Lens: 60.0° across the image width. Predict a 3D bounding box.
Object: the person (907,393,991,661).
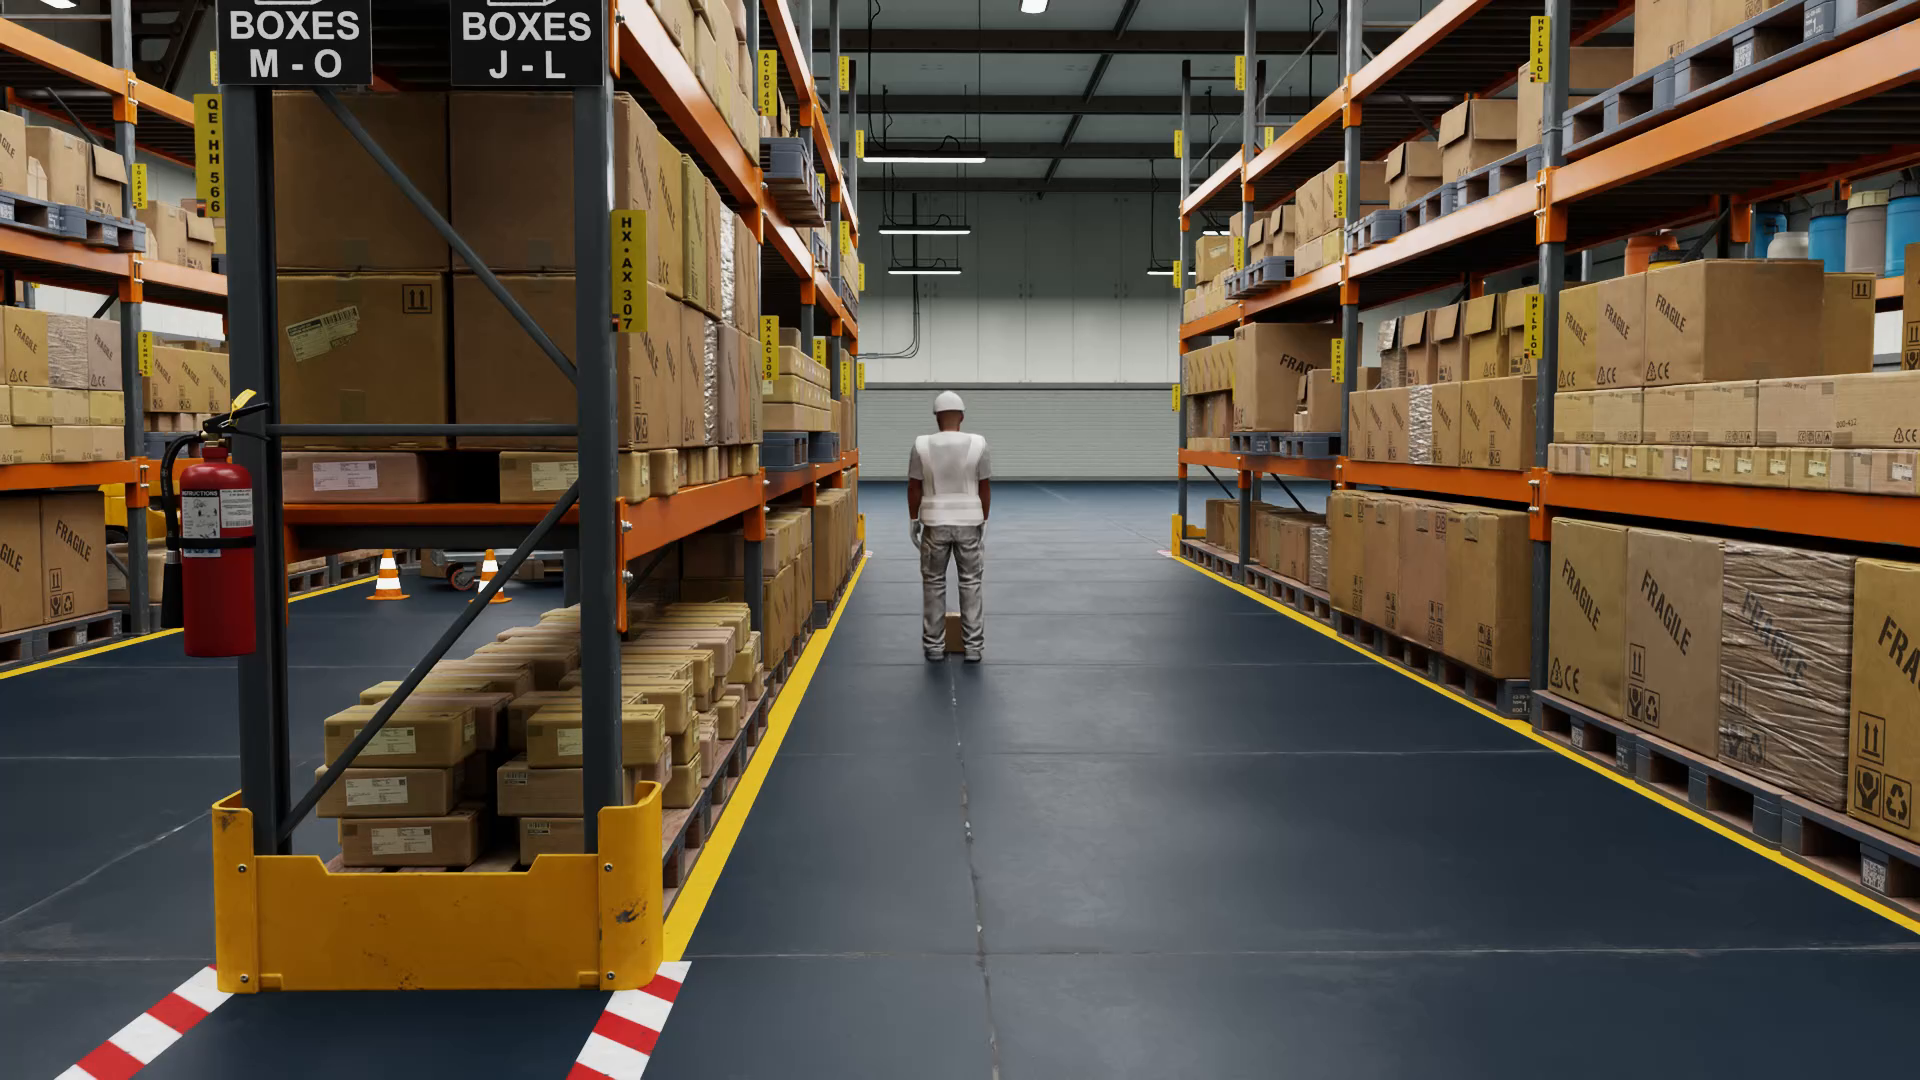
[{"bbox_3d":[-0.073,-0.088,11.027,0.555,1.769,0.379,0,4,-1],"label":"person"}]
